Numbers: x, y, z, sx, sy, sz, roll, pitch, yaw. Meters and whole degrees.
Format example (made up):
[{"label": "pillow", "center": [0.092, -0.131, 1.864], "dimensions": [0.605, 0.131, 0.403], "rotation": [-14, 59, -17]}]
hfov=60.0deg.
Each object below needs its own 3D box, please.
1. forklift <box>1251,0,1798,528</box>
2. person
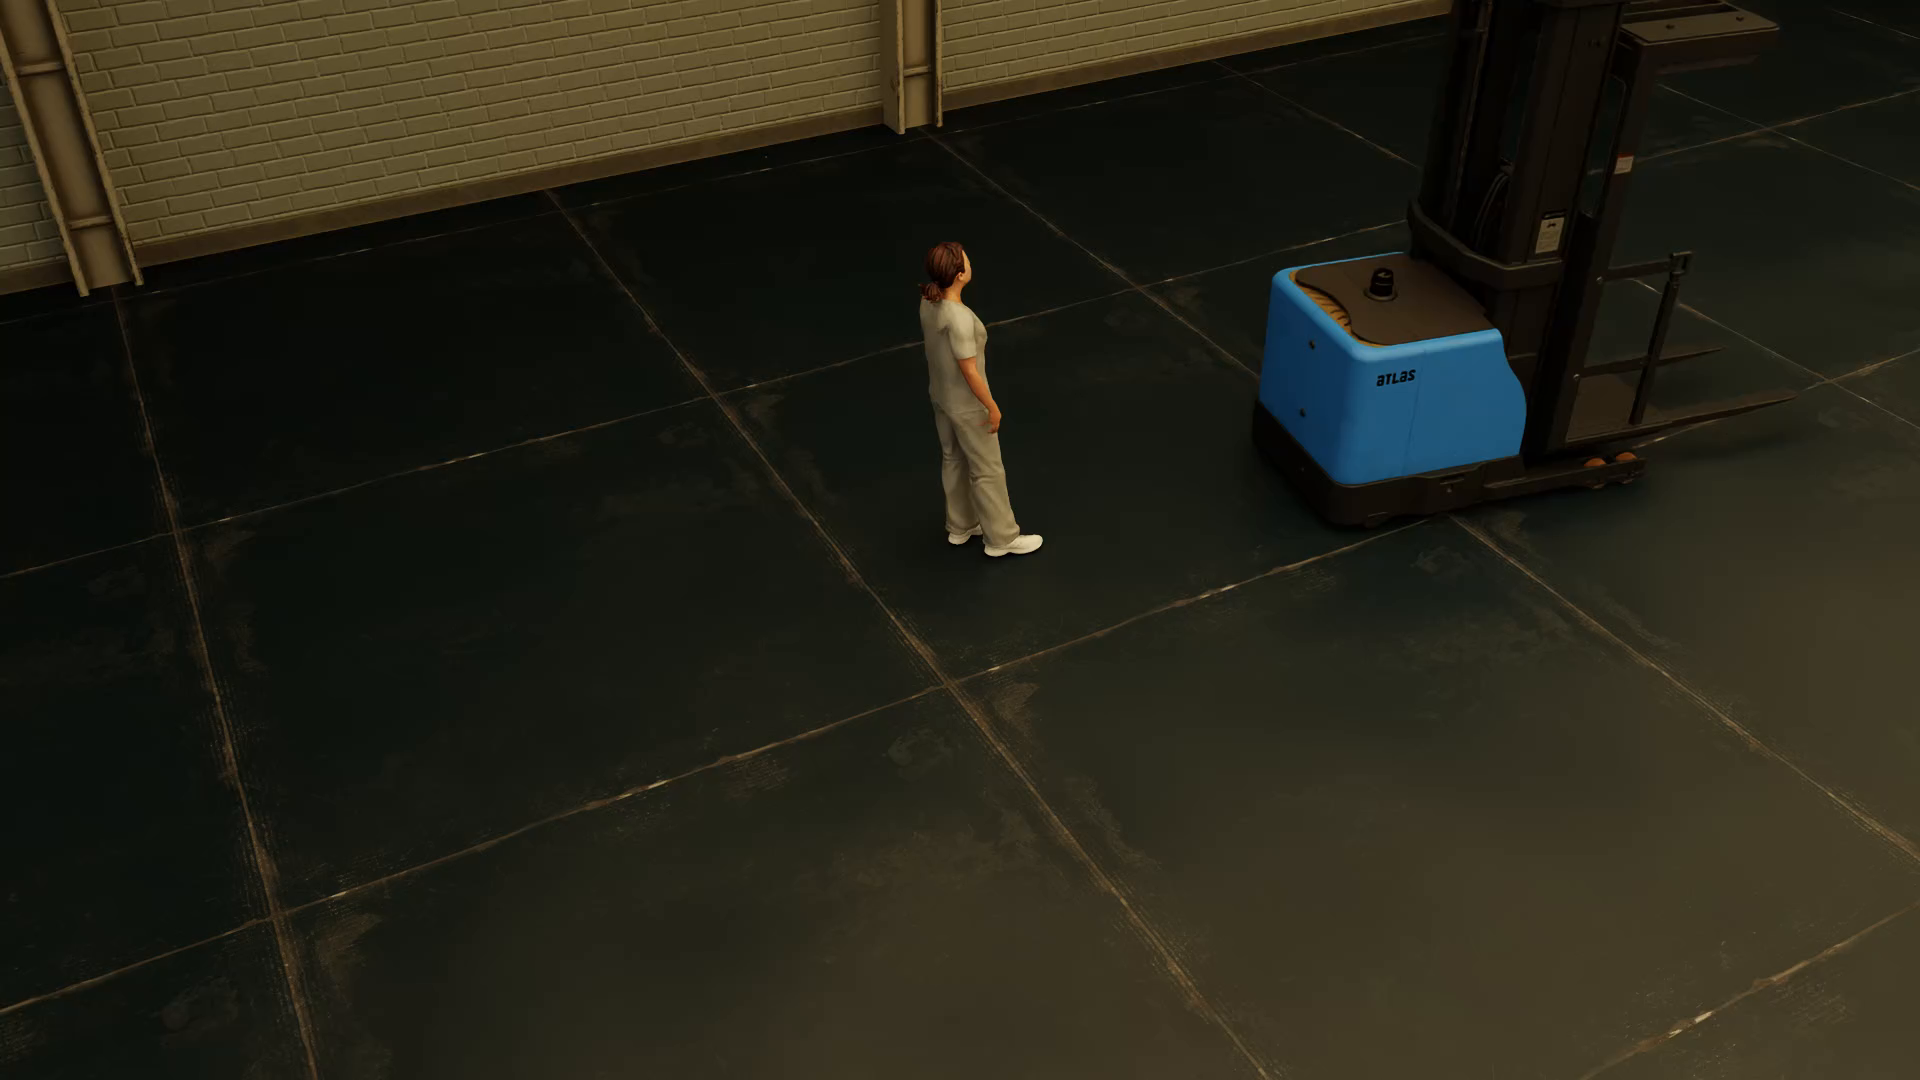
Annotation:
[{"label": "forklift", "center": [3.219, -1.754, 8.604], "dimensions": [3.031, 2.935, 1.130], "rotation": [-10, 37, -14]}, {"label": "person", "center": [0.071, -0.703, 8.193], "dimensions": [0.549, 1.675, 0.550], "rotation": [-17, 39, -23]}]
